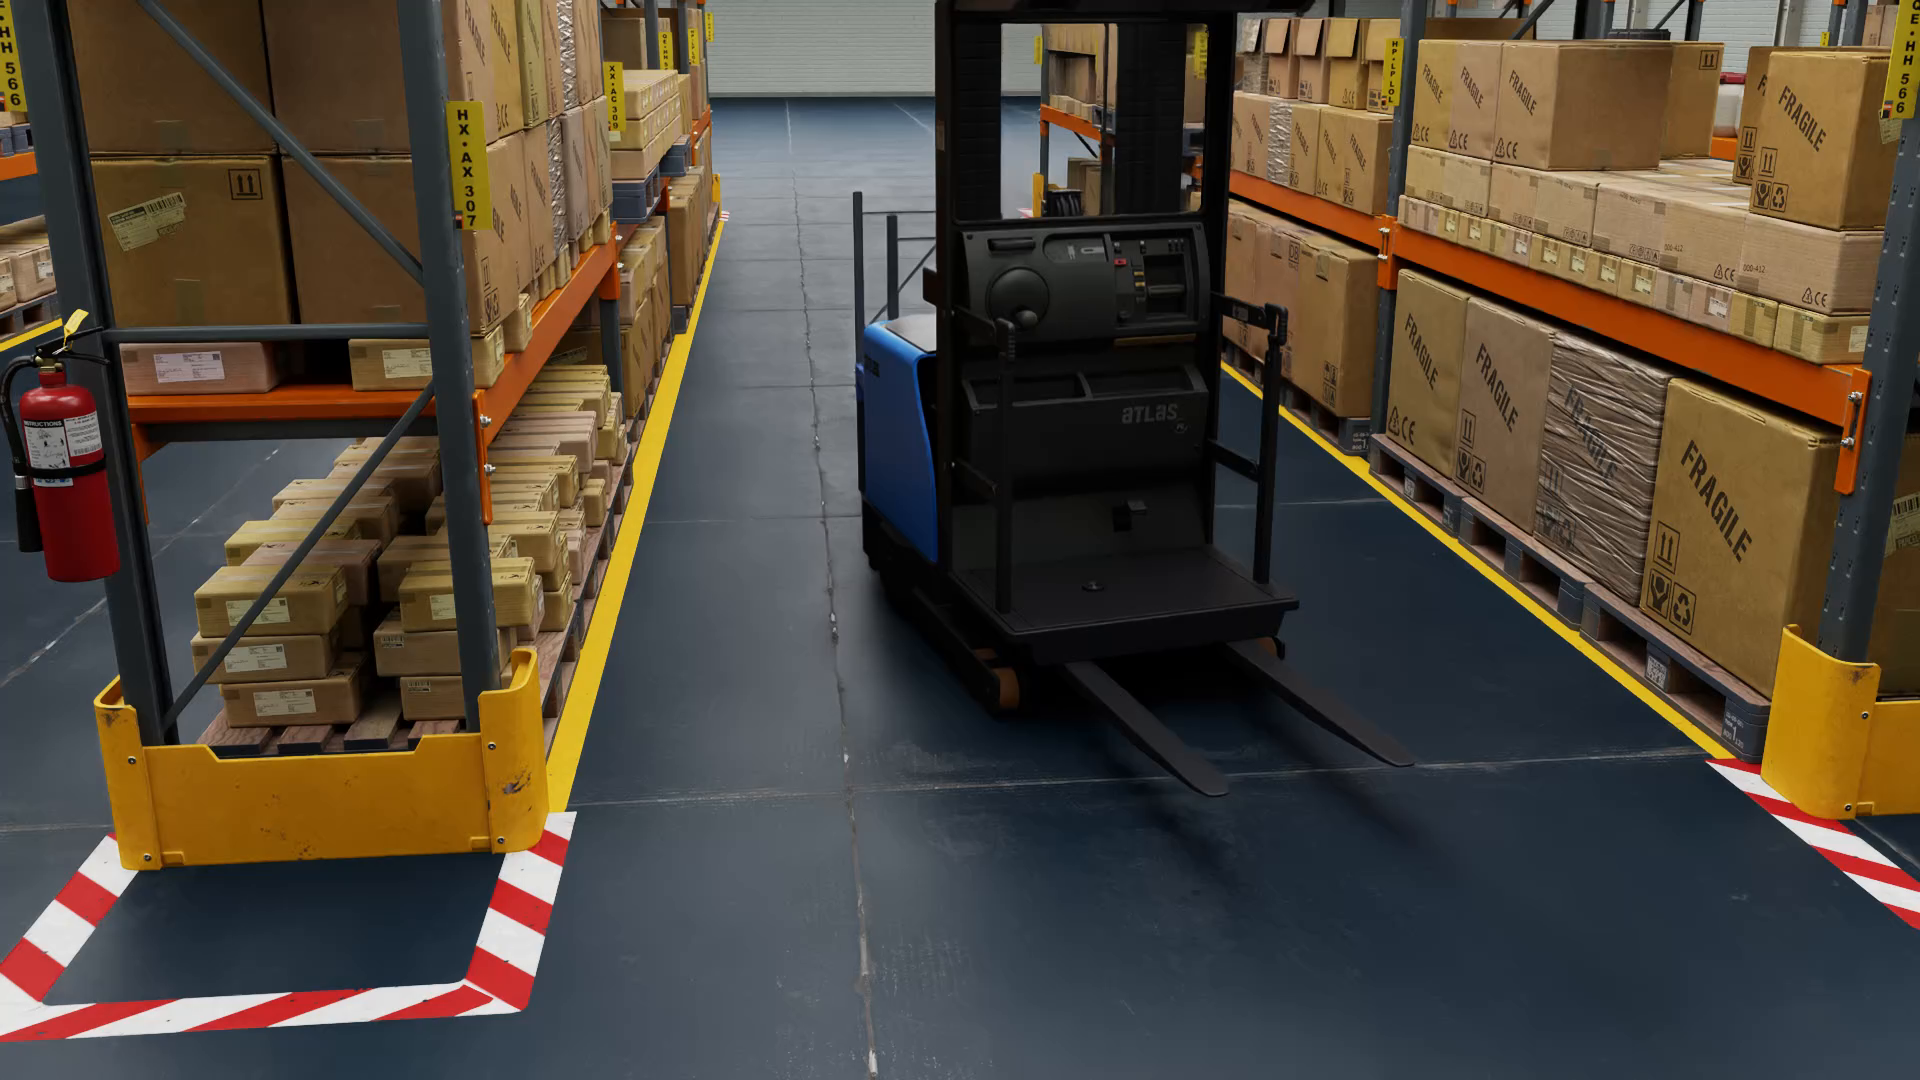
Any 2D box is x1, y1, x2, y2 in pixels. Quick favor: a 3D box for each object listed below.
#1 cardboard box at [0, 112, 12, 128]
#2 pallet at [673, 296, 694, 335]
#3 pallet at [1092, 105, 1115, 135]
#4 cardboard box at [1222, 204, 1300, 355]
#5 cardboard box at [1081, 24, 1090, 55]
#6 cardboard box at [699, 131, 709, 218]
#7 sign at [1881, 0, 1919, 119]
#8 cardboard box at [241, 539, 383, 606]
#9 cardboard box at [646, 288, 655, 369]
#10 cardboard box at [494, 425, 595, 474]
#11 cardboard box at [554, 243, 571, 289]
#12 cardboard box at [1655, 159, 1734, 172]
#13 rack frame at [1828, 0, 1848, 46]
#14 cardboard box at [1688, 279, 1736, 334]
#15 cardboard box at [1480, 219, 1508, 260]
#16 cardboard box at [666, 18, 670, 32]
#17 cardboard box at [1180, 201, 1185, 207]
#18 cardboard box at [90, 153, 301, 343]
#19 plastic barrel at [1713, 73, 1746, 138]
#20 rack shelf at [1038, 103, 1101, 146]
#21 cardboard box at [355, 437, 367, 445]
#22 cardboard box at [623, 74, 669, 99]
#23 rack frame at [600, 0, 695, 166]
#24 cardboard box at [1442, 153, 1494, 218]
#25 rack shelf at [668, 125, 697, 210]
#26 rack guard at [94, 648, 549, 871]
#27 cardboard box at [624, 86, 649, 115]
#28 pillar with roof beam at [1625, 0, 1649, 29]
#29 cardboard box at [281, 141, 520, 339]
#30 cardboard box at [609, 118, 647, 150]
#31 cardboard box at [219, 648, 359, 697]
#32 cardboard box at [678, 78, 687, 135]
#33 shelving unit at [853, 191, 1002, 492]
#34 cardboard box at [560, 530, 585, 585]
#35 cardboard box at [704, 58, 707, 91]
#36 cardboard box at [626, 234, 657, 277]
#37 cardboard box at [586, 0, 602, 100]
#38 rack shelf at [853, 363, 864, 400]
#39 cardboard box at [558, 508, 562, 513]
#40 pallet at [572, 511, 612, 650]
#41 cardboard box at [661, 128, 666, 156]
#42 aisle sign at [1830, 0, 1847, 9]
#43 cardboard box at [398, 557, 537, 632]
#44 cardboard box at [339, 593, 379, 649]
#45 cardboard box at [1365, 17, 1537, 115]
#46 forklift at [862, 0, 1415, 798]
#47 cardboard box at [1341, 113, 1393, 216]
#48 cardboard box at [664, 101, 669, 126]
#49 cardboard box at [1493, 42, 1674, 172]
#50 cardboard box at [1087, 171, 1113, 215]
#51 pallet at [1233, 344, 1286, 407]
[{"bbox_3d":[-7.389,-3.175,12.501,0.380,0.149,0.250,-2,18,-5],"label":"cardboard box"},{"bbox_3d":[-2.648,-1.831,13.157,1.003,0.211,1.213,-2,18,-6],"label":"pallet"},{"bbox_3d":[1.824,-3.915,15.461,1.003,0.211,1.213,-2,18,-6],"label":"pallet"},{"bbox_3d":[2.437,-1.762,11.128,1.225,0.875,0.875,-2,18,-5],"label":"cardboard box"},{"bbox_3d":[1.517,-5.180,16.837,0.500,0.500,0.500,-2,18,-6],"label":"cardboard box"},{"bbox_3d":[-3.238,-4.032,18.359,0.875,0.875,0.875,-2,18,-7],"label":"cardboard box"},{"bbox_3d":[2.586,-1.317,4.535,0.100,0.325,0.005,-2,18,-6],"label":"sign"},{"bbox_3d":[-2.092,0.109,5.389,0.380,0.149,0.250,-1,17,-5],"label":"cardboard box"},{"bbox_3d":[-2.165,-1.282,10.225,0.500,0.500,0.500,-1,17,-5],"label":"cardboard box"},{"bbox_3d":[-1.726,-0.372,6.920,0.380,0.149,0.250,-2,18,-8],"label":"cardboard box"},{"bbox_3d":[-1.734,-1.071,6.501,0.380,0.149,0.250,-1,17,-5],"label":"cardboard box"},{"bbox_3d":[3.130,-1.496,7.190,0.500,0.250,0.500,-1,17,-5],"label":"cardboard box"},{"bbox_3d":[11.331,-5.736,20.939,1.000,3.000,0.127,-2,18,-6],"label":"rack frame"},{"bbox_3d":[2.710,-0.793,5.613,0.380,0.149,0.250,-2,18,-6],"label":"cardboard box"},{"bbox_3d":[2.525,-1.326,7.313,0.380,0.149,0.250,-2,18,-6],"label":"cardboard box"},{"bbox_3d":[-2.997,-4.493,15.145,0.700,0.500,0.500,-2,18,-7],"label":"cardboard box"},{"bbox_3d":[2.020,-2.764,14.910,0.700,0.500,0.500,-3,18,-10],"label":"cardboard box"},{"bbox_3d":[-2.119,-0.856,4.734,0.500,0.500,0.500,-1,17,-5],"label":"cardboard box"},{"bbox_3d":[6.817,-3.818,14.603,0.433,0.535,0.433,0,17,0],"label":"plastic barrel"},{"bbox_3d":[1.684,-4.492,18.178,1.077,0.370,4.000,-2,18,-6],"label":"rack shelf"},{"bbox_3d":[-2.360,-0.435,7.118,0.380,0.149,0.250,-1,17,-4],"label":"cardboard box"},{"bbox_3d":[-2.034,-2.852,10.480,0.380,0.149,0.250,-2,18,-6],"label":"cardboard box"},{"bbox_3d":[-3.054,-4.116,15.780,1.000,3.000,0.127,-2,18,-6],"label":"rack frame"},{"bbox_3d":[2.549,-1.630,7.614,0.500,0.250,0.500,-2,18,-6],"label":"cardboard box"},{"bbox_3d":[-2.848,-3.177,13.990,1.077,0.370,4.000,-2,18,-6],"label":"rack shelf"},{"bbox_3d":[-1.824,0.629,4.839,1.175,0.500,0.348,-2,18,-6],"label":"rack guard"},{"bbox_3d":[-1.847,-2.311,8.757,0.380,0.149,0.250,-1,17,-4],"label":"cardboard box"},{"bbox_3d":[11.052,-13.800,36.611,9.100,9.000,0.400,-2,18,-6],"label":"pillar with roof beam"},{"bbox_3d":[-1.588,-0.873,4.786,0.500,0.500,0.500,-1,17,-3],"label":"cardboard box"},{"bbox_3d":[-1.812,-2.087,8.537,0.380,0.149,0.250,-1,17,-5],"label":"cardboard box"},{"bbox_3d":[-2.205,0.395,5.469,0.380,0.149,0.250,-1,17,-4],"label":"cardboard box"},{"bbox_3d":[-2.630,-3.715,14.337,0.500,0.500,0.500,-2,17,-5],"label":"cardboard box"},{"bbox_3d":[-0.168,-0.831,7.821,0.538,1.500,1.048,-4,18,-11],"label":"shelving unit"},{"bbox_3d":[-1.671,0.074,6.491,0.380,0.149,0.250,-3,18,-8],"label":"cardboard box"},{"bbox_3d":[-3.383,-5.270,19.206,0.875,0.550,0.550,-2,18,-6],"label":"cardboard box"},{"bbox_3d":[-2.211,-1.792,10.598,0.500,0.250,0.500,-1,17,-4],"label":"cardboard box"},{"bbox_3d":[-1.912,-2.268,7.559,0.500,0.500,0.500,-2,18,-8],"label":"cardboard box"},{"bbox_3d":[-0.168,-0.660,7.875,0.538,0.185,1.000,-4,18,-11],"label":"rack shelf"},{"bbox_3d":[-1.828,-0.157,6.730,0.380,0.149,0.250,-1,17,-3],"label":"cardboard box"},{"bbox_3d":[-1.996,0.161,6.811,1.003,0.211,1.213,-2,18,-6],"label":"pallet"},{"bbox_3d":[-1.975,-2.409,10.060,0.380,0.149,0.250,-3,18,-8],"label":"cardboard box"},{"bbox_3d":[11.020,-6.986,20.582,0.394,0.787,0.004,-2,18,-6],"label":"aisle sign"},{"bbox_3d":[-1.533,0.169,5.198,0.380,0.149,0.250,-3,18,-8],"label":"cardboard box"},{"bbox_3d":[-2.128,0.249,5.438,0.380,0.149,0.250,-2,18,-7],"label":"cardboard box"},{"bbox_3d":[2.641,-2.572,9.020,0.797,0.503,0.637,-2,18,-7],"label":"cardboard box"},{"bbox_3d":[0.530,-0.931,5.750,1.130,2.935,3.031,-6,18,-18],"label":"forklift"},{"bbox_3d":[2.395,-2.034,8.982,0.500,0.500,0.500,-2,18,-5],"label":"cardboard box"},{"bbox_3d":[-2.002,-2.629,10.266,0.380,0.149,0.250,-1,17,-4],"label":"cardboard box"},{"bbox_3d":[2.611,-1.831,7.005,0.500,0.500,0.500,-2,18,-7],"label":"cardboard box"},{"bbox_3d":[1.680,-3.720,17.991,0.500,0.500,0.500,-3,18,-11],"label":"cardboard box"},{"bbox_3d":[2.431,-1.117,10.883,1.003,0.211,1.213,-2,18,-6],"label":"pallet"}]
